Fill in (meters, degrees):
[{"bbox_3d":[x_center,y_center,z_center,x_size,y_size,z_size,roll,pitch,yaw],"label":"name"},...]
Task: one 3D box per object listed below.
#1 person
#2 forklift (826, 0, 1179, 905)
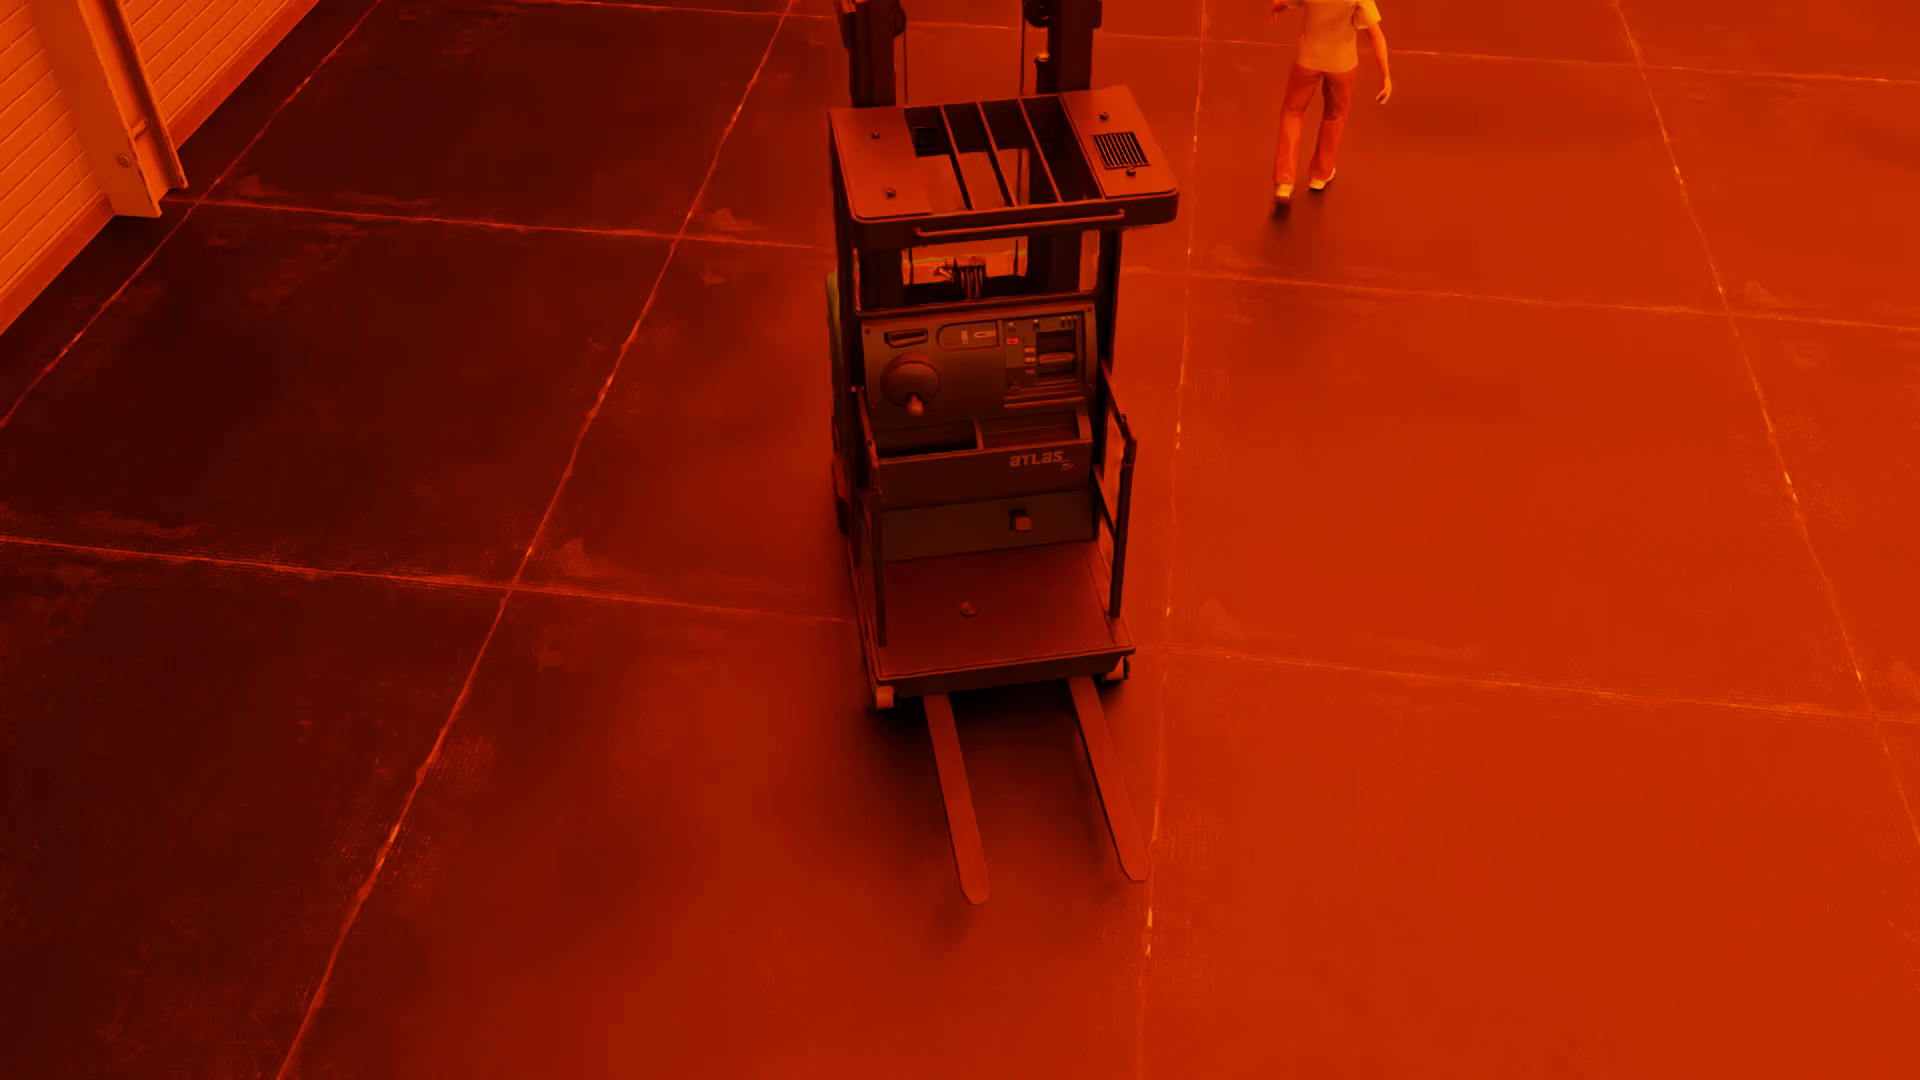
[{"bbox_3d":[2.132,-2.788,9.654,0.807,1.585,0.651,13,44,14],"label":"person"},{"bbox_3d":[0.118,-0.624,6.404,1.130,2.935,3.031,-7,43,-7],"label":"forklift"}]
